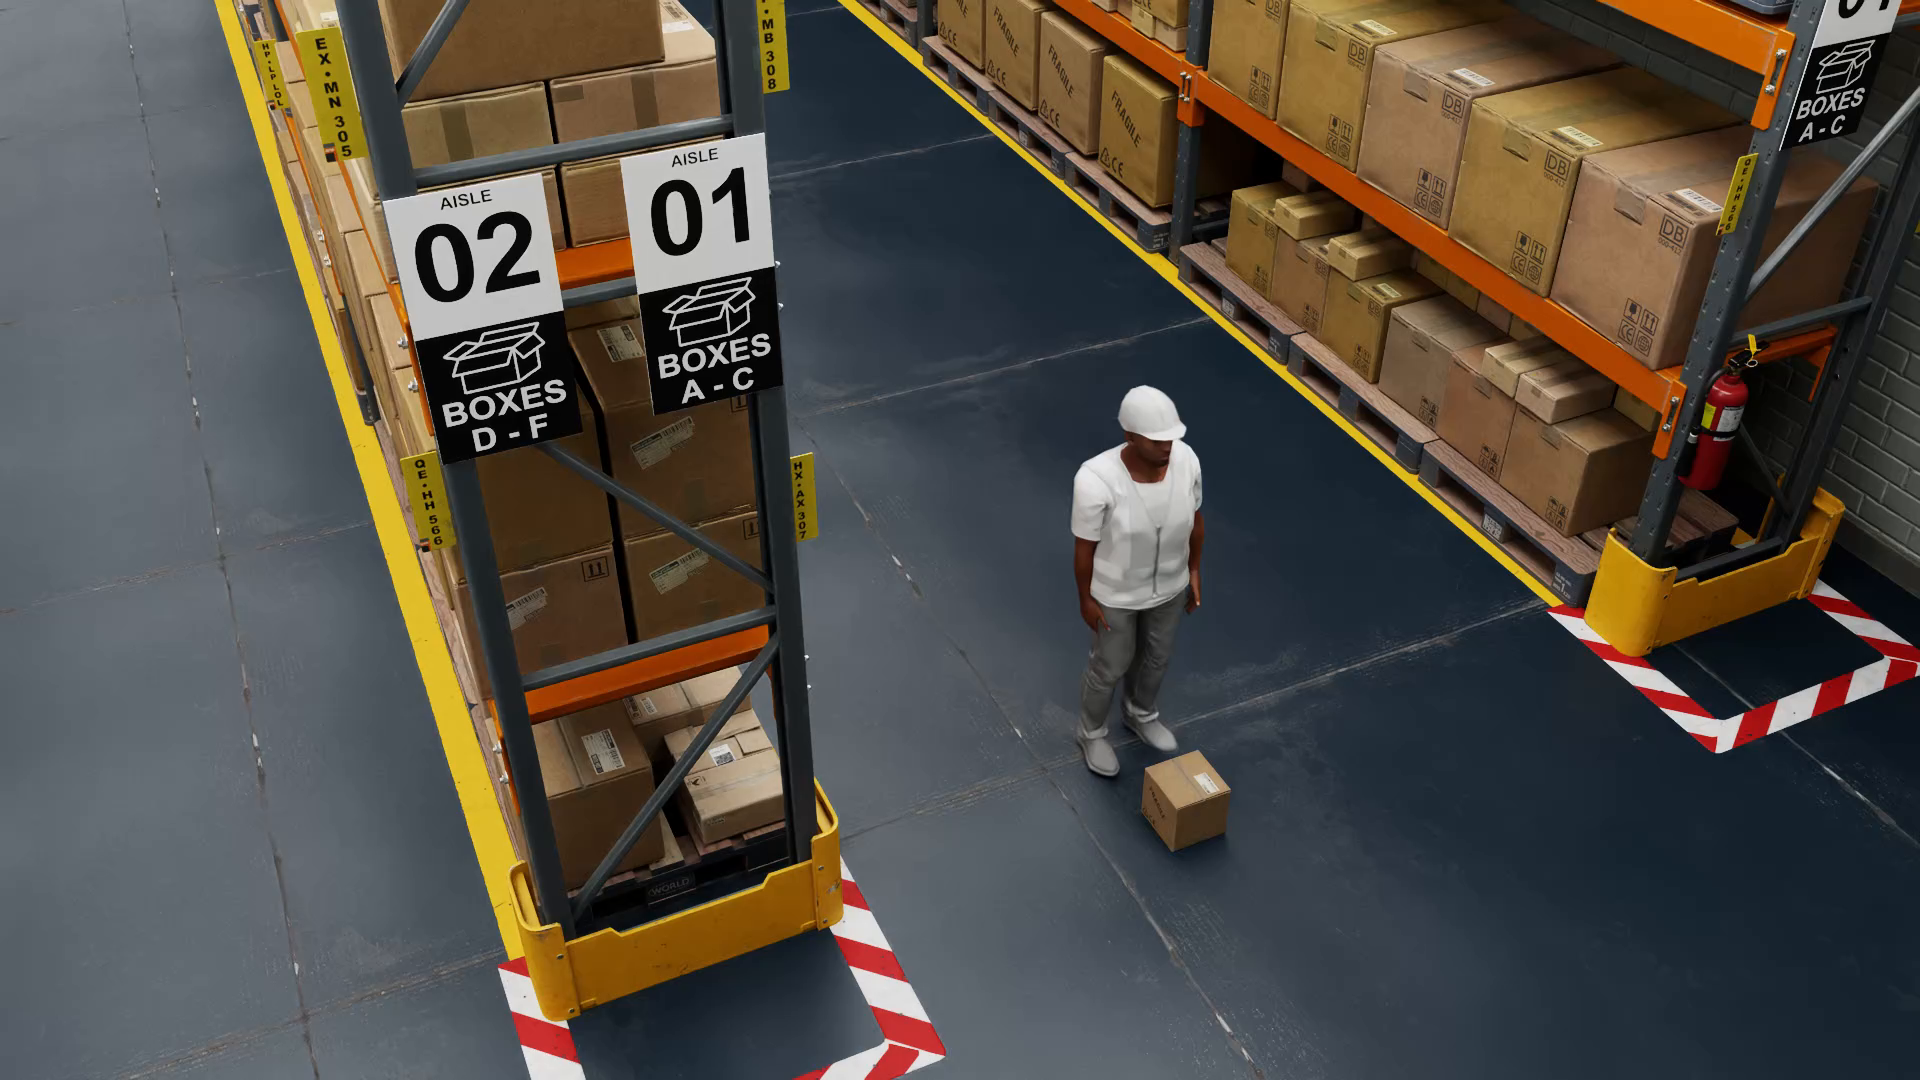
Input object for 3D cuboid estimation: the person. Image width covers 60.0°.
[{"bbox_3d":[0.709,0.177,6.615,0.563,1.777,0.354,-15,39,-19],"label":"person"}]
